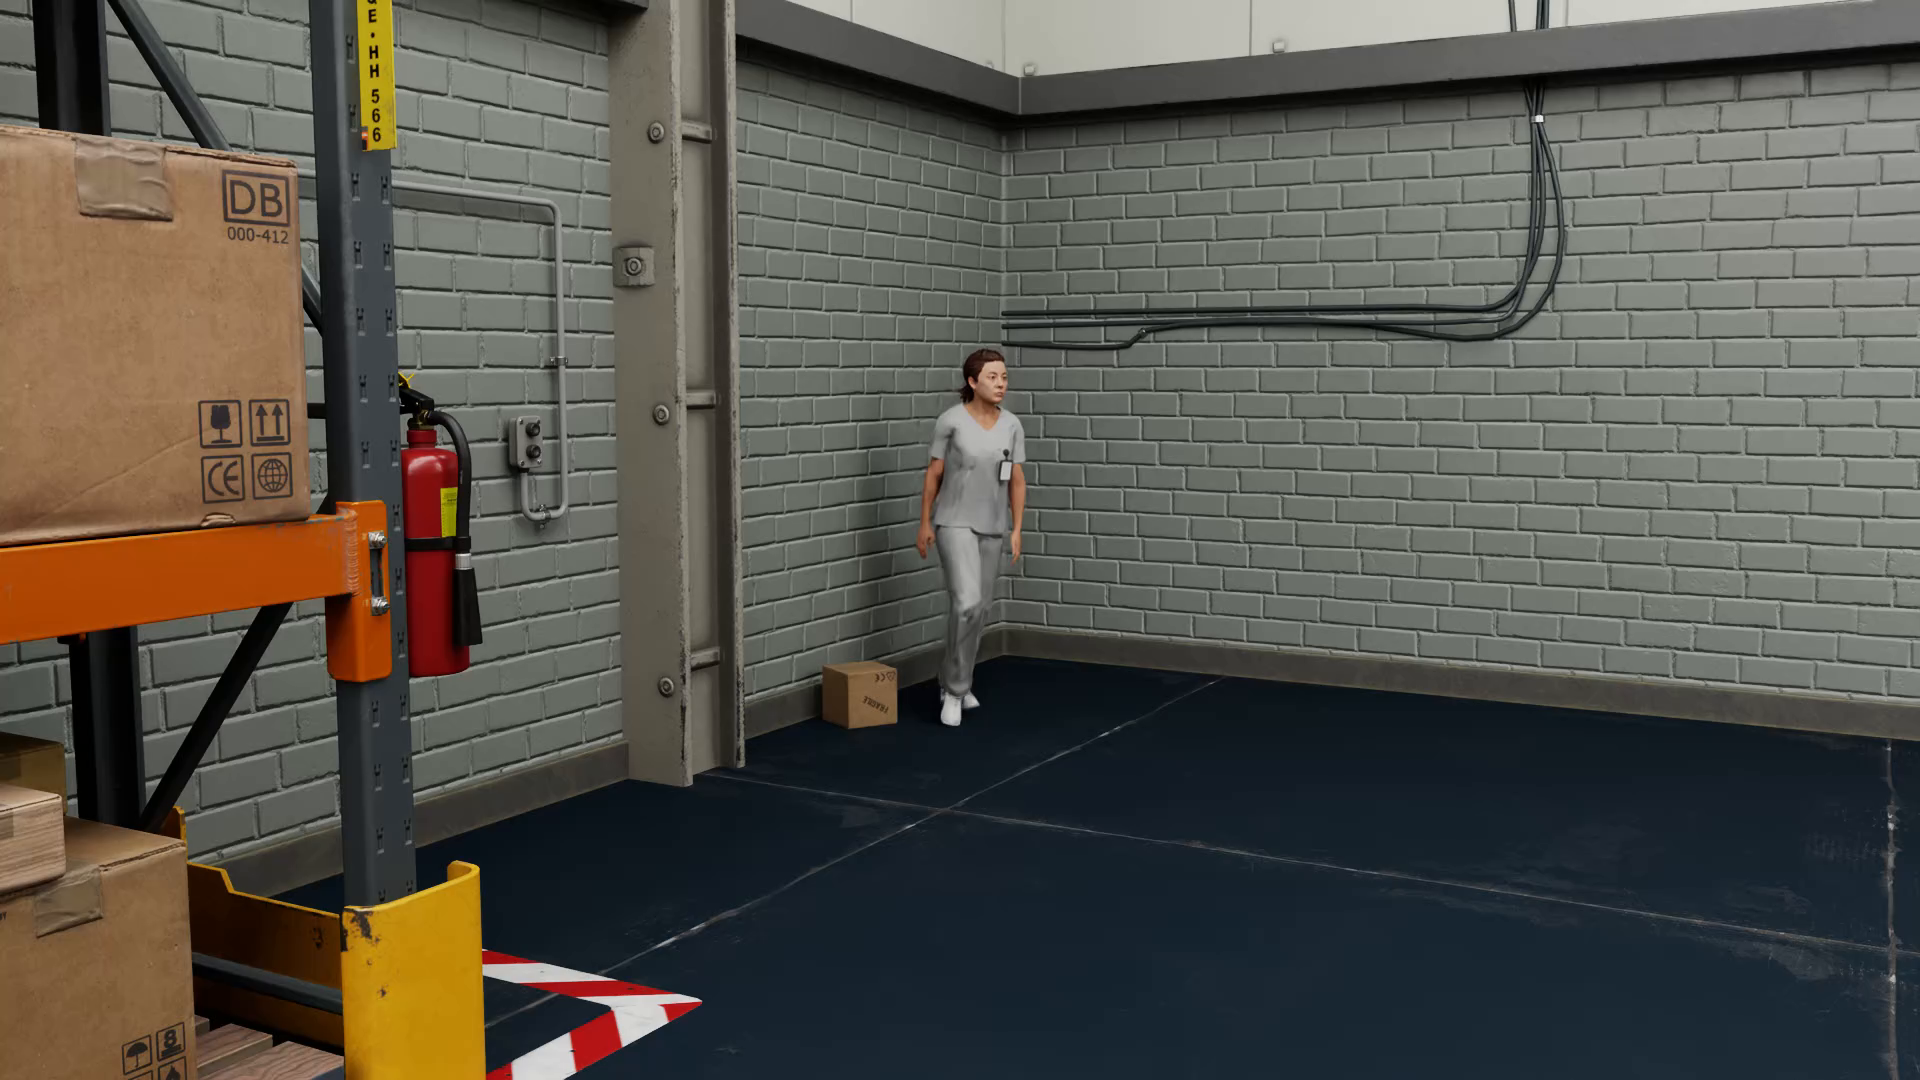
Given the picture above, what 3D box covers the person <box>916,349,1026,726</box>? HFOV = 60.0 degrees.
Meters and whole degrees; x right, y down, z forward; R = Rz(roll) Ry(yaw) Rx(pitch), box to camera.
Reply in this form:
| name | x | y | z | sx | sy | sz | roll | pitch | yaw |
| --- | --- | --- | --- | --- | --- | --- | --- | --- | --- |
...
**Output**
| name | x | y | z | sx | sy | sz | roll | pitch | yaw |
| --- | --- | --- | --- | --- | --- | --- | --- | --- | --- |
| person | 0.061 | -0.027 | 7.540 | 0.472 | 1.669 | 0.532 | -3 | 7 | -26 |
